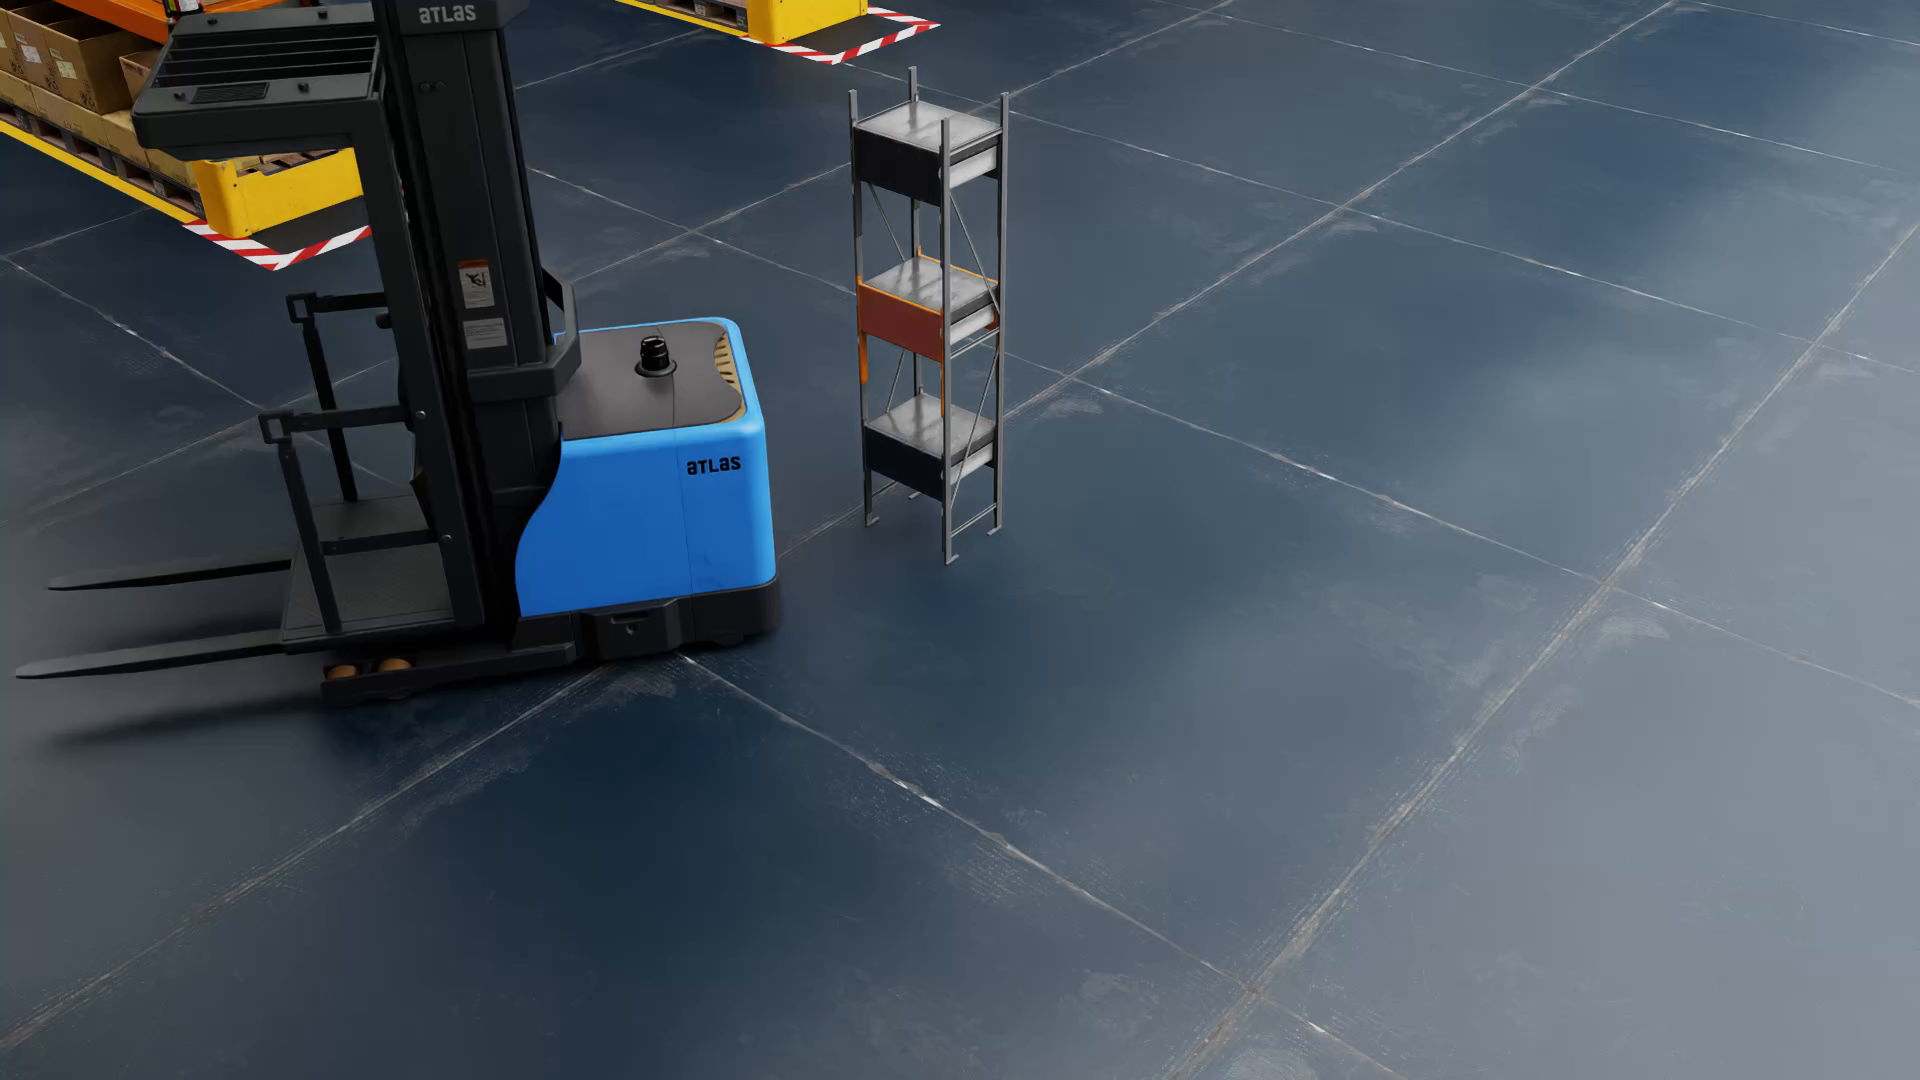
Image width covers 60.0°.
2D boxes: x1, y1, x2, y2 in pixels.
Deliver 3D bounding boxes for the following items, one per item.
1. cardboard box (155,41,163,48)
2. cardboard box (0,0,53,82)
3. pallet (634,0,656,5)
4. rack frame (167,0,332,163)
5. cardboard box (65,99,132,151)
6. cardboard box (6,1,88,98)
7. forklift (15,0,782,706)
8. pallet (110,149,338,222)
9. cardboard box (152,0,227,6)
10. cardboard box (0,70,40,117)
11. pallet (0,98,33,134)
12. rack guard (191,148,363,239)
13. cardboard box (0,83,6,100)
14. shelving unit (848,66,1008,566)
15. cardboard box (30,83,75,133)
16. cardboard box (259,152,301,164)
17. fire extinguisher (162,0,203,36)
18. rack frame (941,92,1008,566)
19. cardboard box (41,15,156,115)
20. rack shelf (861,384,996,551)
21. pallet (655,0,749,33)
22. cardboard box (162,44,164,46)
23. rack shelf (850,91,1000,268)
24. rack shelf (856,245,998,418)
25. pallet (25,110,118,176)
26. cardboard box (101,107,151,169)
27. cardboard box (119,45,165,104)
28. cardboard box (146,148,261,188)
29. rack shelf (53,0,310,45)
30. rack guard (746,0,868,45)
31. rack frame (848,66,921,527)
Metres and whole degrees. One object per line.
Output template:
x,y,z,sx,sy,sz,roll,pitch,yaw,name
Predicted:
-5.410,-3.448,11.516,0.500,0.500,0.500,25,42,32,cardboard box
-6.512,-3.583,11.714,0.500,0.500,0.500,25,42,32,cardboard box
-2.833,-5.202,15.138,1.213,0.211,1.003,25,42,32,pallet
-4.362,-3.452,10.127,0.127,3.000,1.000,25,42,32,rack frame
-5.741,-2.914,11.401,0.500,0.250,0.500,25,42,32,cardboard box
-6.126,-3.403,11.451,0.500,0.500,0.500,25,42,32,cardboard box
-2.335,-0.862,6.416,3.031,2.935,1.130,-8,35,-11,forklift
-4.977,-2.561,11.293,1.213,0.211,1.003,25,42,32,pallet
-4.713,-3.668,10.353,0.500,0.500,0.700,25,42,32,cardboard box
-6.512,-3.274,11.926,0.500,0.250,0.500,25,42,32,cardboard box
-6.852,-3.445,12.580,1.213,0.211,1.003,25,42,32,pallet
-4.344,-2.413,10.822,0.348,0.500,1.175,25,42,32,rack guard
-6.893,-3.457,12.193,0.500,0.250,0.500,25,42,32,cardboard box
-0.127,-0.926,7.243,0.503,2.100,0.431,25,42,32,shelving unit
-6.124,-3.096,11.666,0.500,0.250,0.500,25,42,32,cardboard box
-4.632,-2.783,11.210,0.500,0.250,0.500,25,42,32,cardboard box
-4.569,-3.175,9.792,0.183,0.674,0.296,25,42,32,fire extinguisher
0.060,-0.837,7.114,0.015,2.100,0.400,25,42,32,rack frame
-5.743,-3.221,11.187,0.500,0.500,0.500,25,42,32,cardboard box
-0.127,-0.337,7.647,0.480,0.518,0.431,25,42,32,rack shelf
-1.900,-4.760,14.495,1.213,0.211,1.003,25,42,32,pallet
-5.018,-3.272,11.260,0.500,0.500,0.500,25,42,32,cardboard box
-0.127,-1.491,6.854,0.480,0.518,0.431,25,42,32,rack shelf
-0.127,-0.914,7.251,0.480,0.518,0.431,25,42,32,rack shelf
-5.910,-3.003,11.937,1.213,0.211,1.003,25,42,32,pallet
-5.356,-2.733,11.138,0.500,0.250,0.500,25,42,32,cardboard box
-4.965,-2.866,10.669,0.500,0.500,0.500,25,42,32,cardboard box
-4.964,-2.557,10.882,0.500,0.250,0.500,25,42,32,cardboard box
-5.899,-3.880,11.386,4.000,0.370,1.077,25,42,32,rack shelf
-1.279,-4.582,13.981,0.348,0.500,1.175,25,42,32,rack guard
-0.315,-1.014,7.372,0.015,2.100,0.400,25,42,32,rack frame
